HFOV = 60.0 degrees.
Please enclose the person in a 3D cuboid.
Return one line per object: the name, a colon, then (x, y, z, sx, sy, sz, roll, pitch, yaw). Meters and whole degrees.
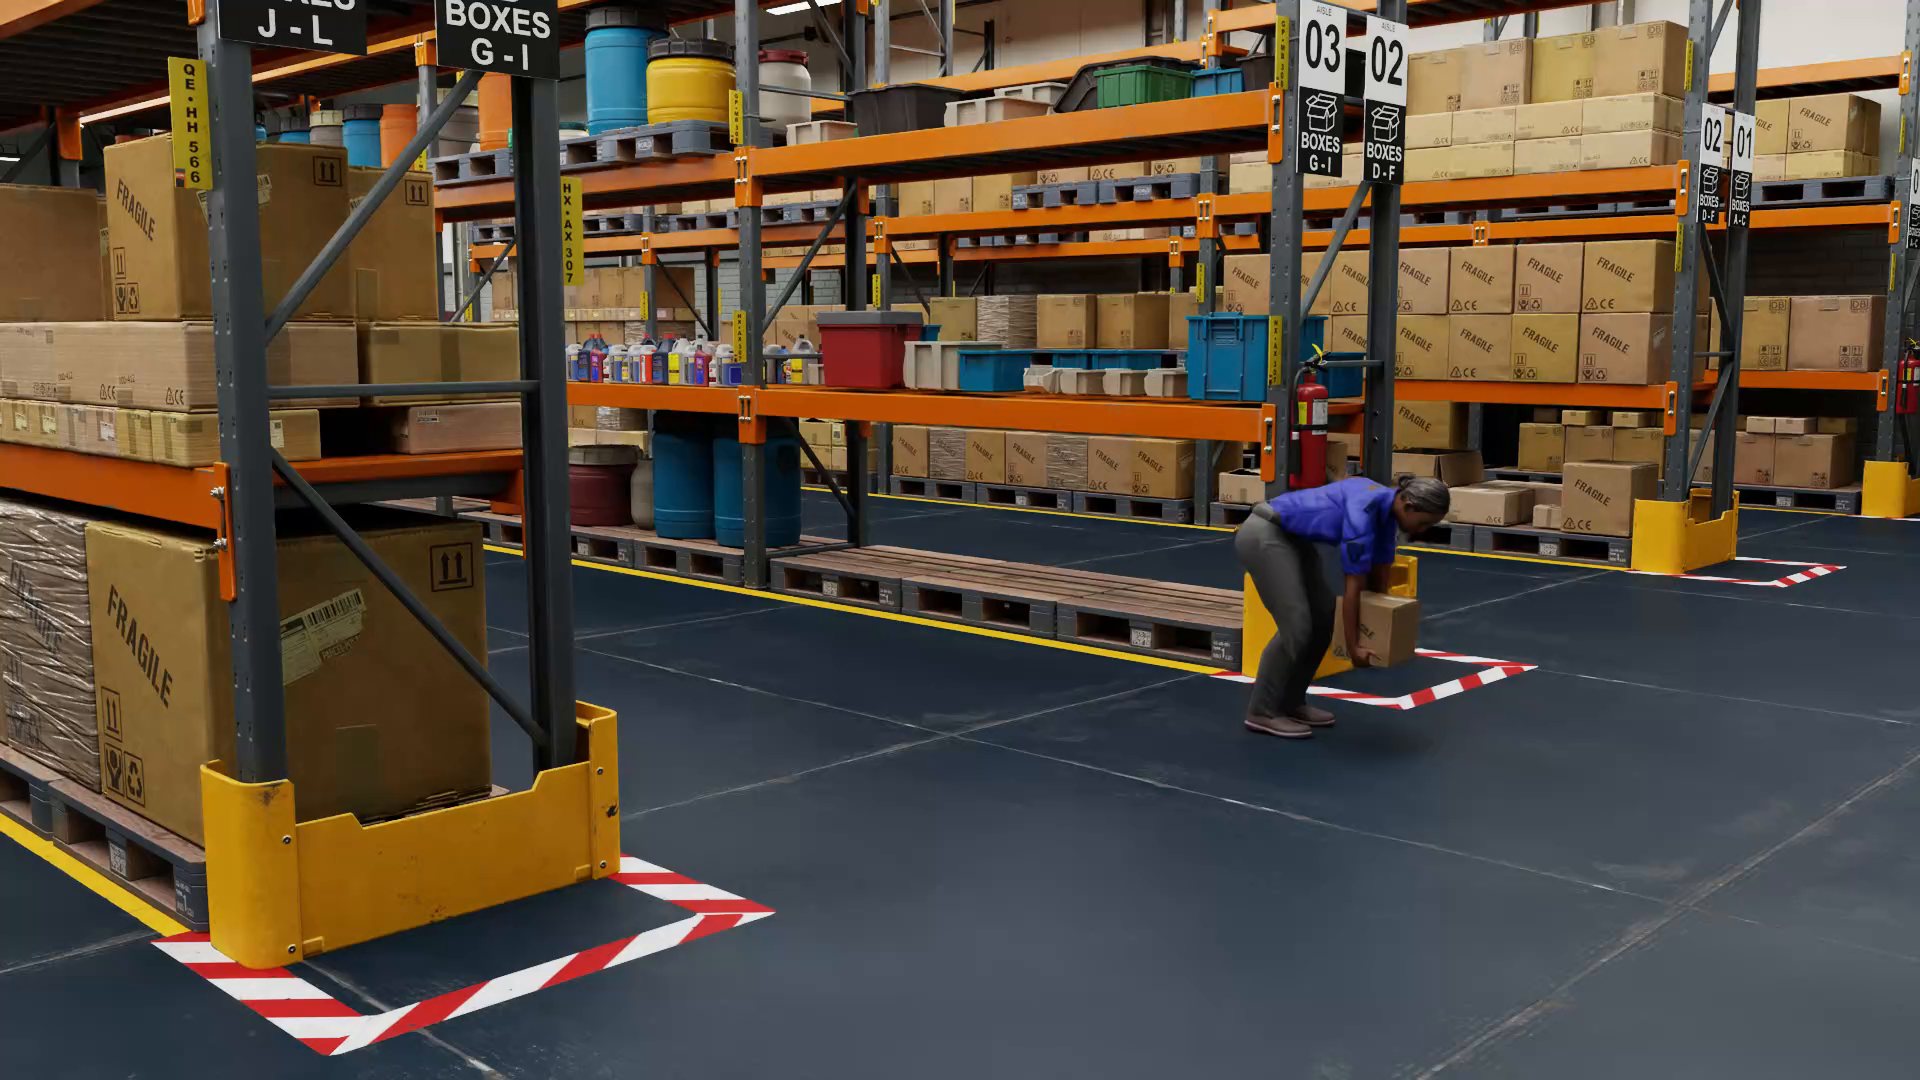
person: (1.576, 0.266, 6.888, 0.867, 1.111, 0.422, 4, 8, 32)
